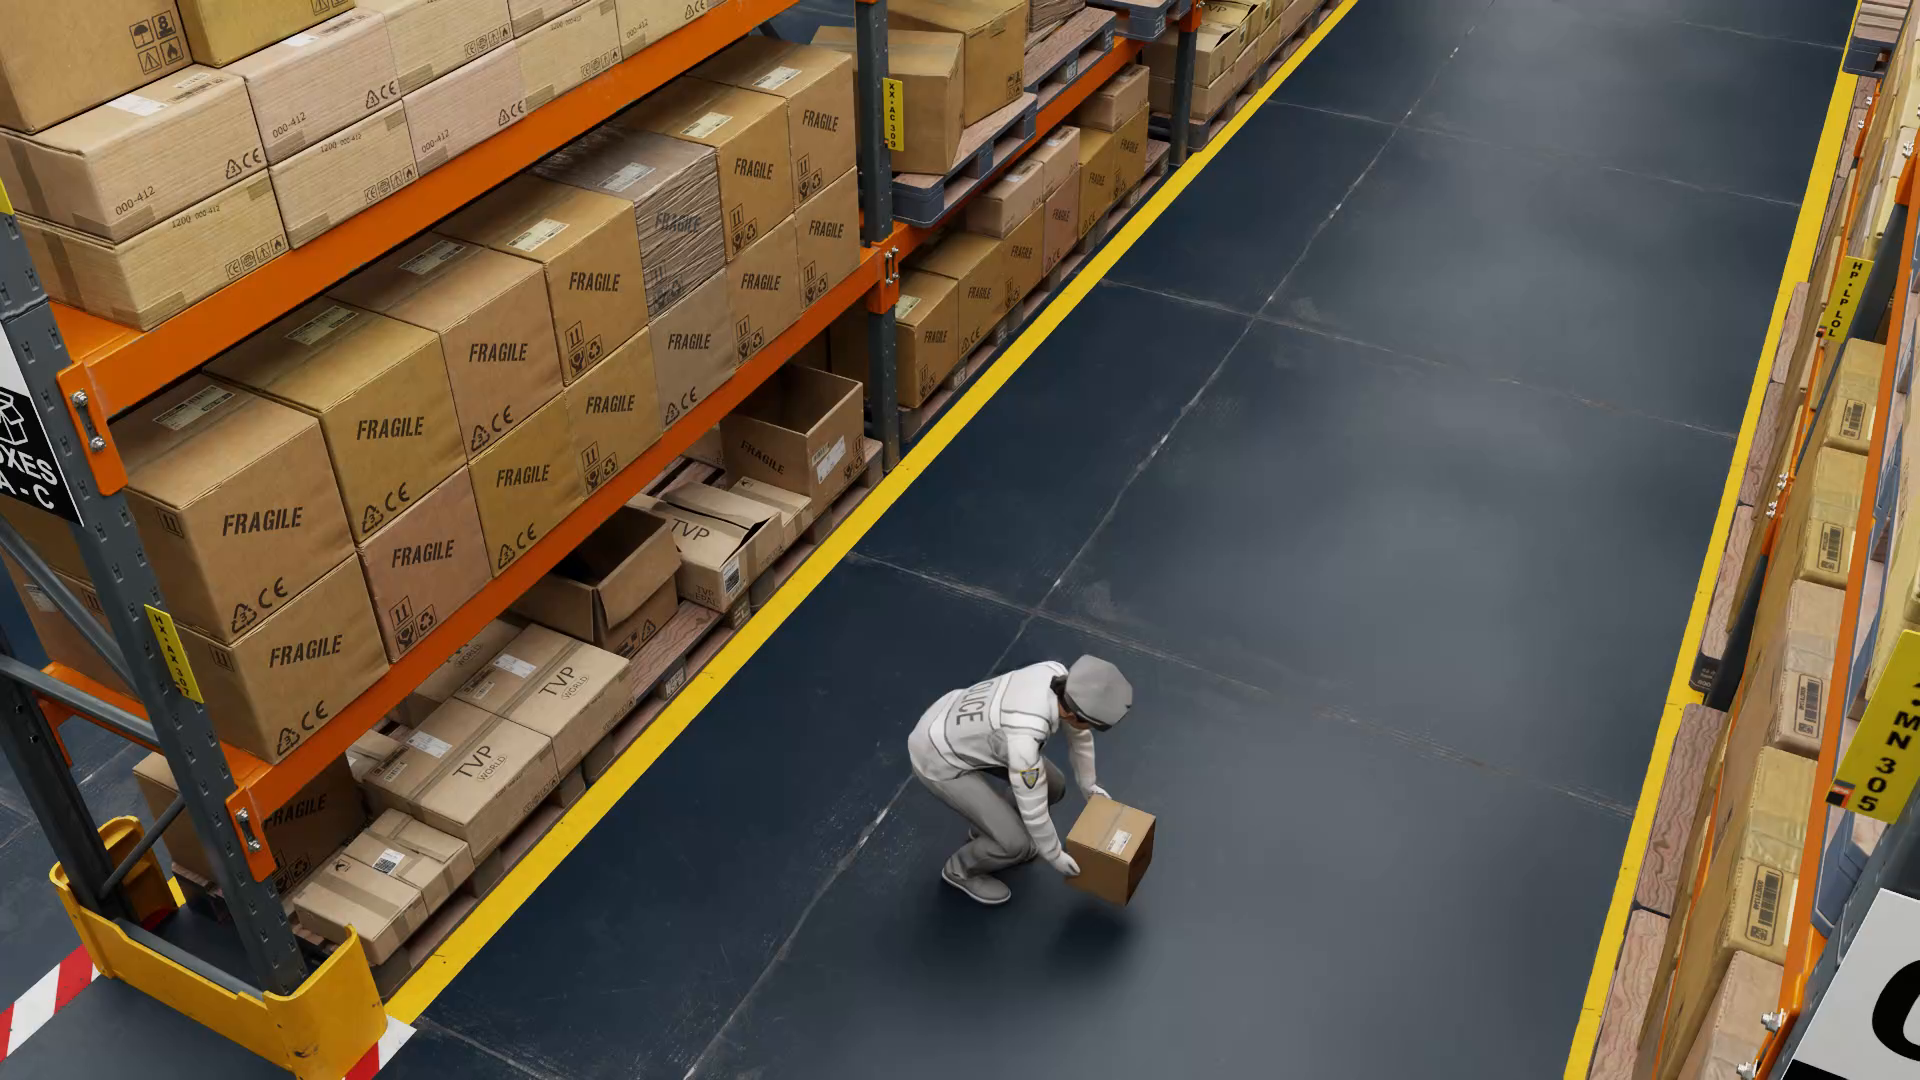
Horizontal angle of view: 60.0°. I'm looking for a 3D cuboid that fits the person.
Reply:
[{"bbox_3d":[0.220,0.832,6.119,0.802,1.139,0.516,18,42,21],"label":"person"}]
